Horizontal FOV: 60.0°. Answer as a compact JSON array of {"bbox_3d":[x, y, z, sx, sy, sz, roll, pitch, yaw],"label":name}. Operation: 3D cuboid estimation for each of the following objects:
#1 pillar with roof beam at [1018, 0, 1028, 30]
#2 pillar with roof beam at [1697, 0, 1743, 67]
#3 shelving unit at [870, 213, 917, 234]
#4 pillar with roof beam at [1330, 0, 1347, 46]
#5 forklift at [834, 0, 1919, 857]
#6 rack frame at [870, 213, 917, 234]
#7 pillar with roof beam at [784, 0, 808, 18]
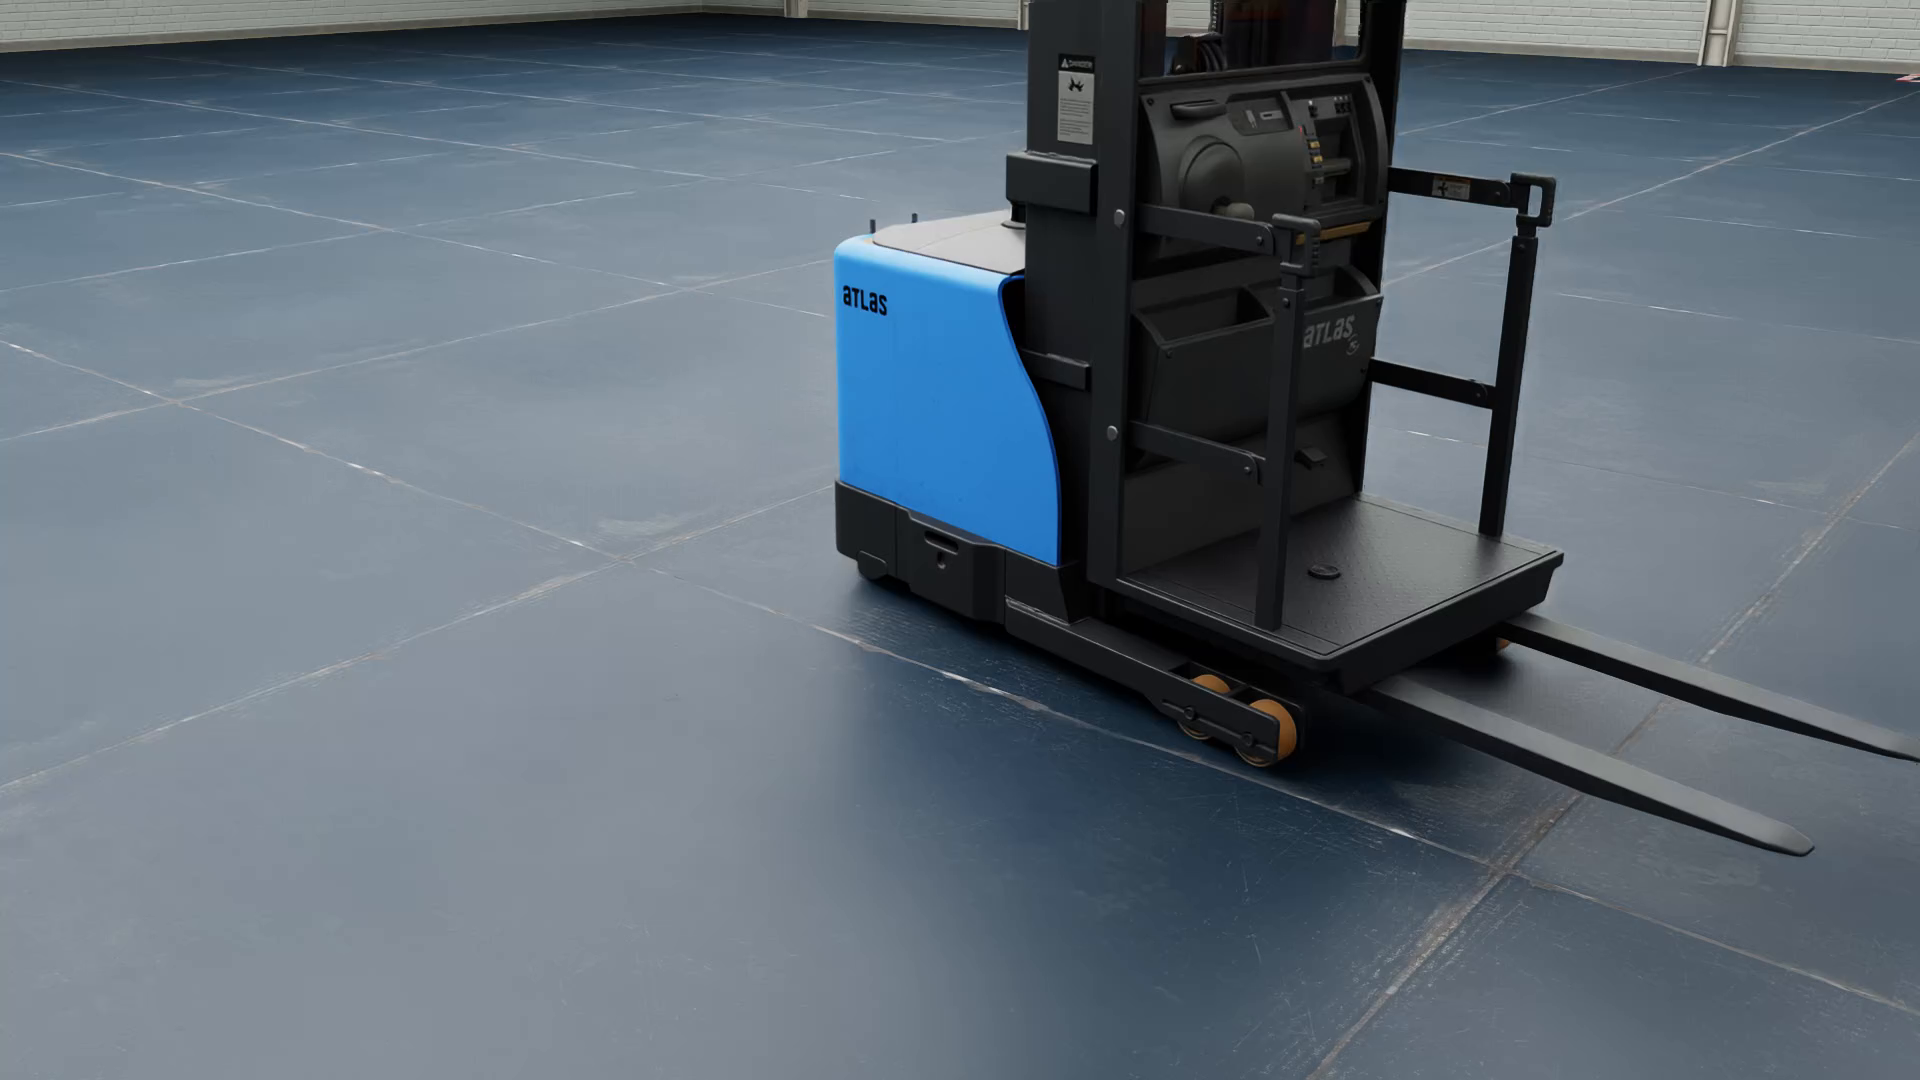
[{"bbox_3d":[-1.419,-12.378,25.738,0.400,9.000,9.100,16,26,36],"label":"pillar with roof beam"},{"bbox_3d":[7.878,-9.701,18.639,0.400,9.000,9.100,16,26,36],"label":"pillar with roof beam"},{"bbox_3d":[-0.141,-0.561,5.669,0.215,1.050,0.252,-17,27,-38],"label":"shelving unit"},{"bbox_3d":[3.230,-11.039,22.188,0.400,9.000,9.100,16,26,36],"label":"pillar with roof beam"},{"bbox_3d":[0.950,-1.006,4.181,1.130,2.935,3.031,-17,27,-38],"label":"forklift"},{"bbox_3d":[-0.222,-0.594,5.755,0.200,1.050,0.008,-17,27,-38],"label":"rack frame"},{"bbox_3d":[-6.067,-13.716,29.288,0.400,9.000,9.100,16,26,36],"label":"pillar with roof beam"}]
